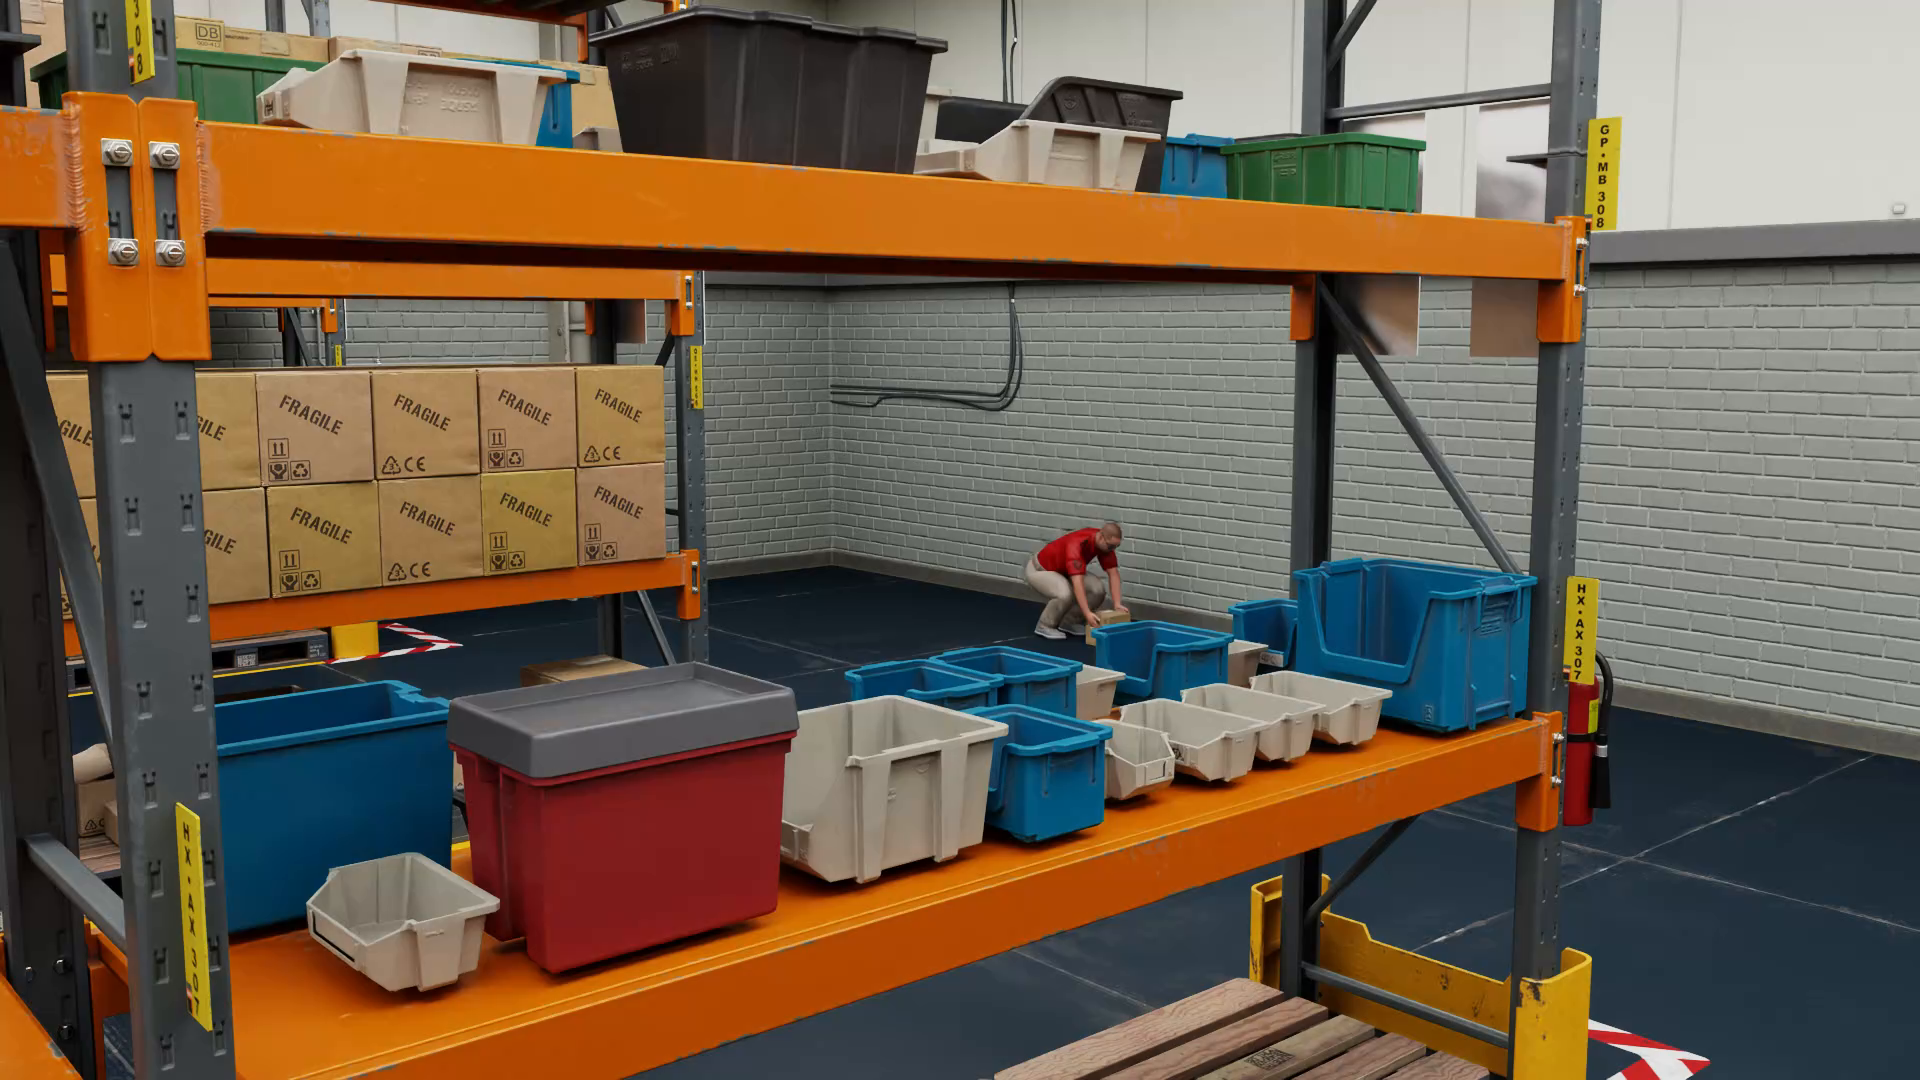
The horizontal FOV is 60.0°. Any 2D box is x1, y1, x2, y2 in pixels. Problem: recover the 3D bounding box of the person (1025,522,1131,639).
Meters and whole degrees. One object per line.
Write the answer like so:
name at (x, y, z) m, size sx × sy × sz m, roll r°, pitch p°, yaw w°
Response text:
person at (0.949, 0.317, 13.419) m, size 0.569 × 0.960 × 0.878 m, roll -6°, pitch 10°, yaw -41°
